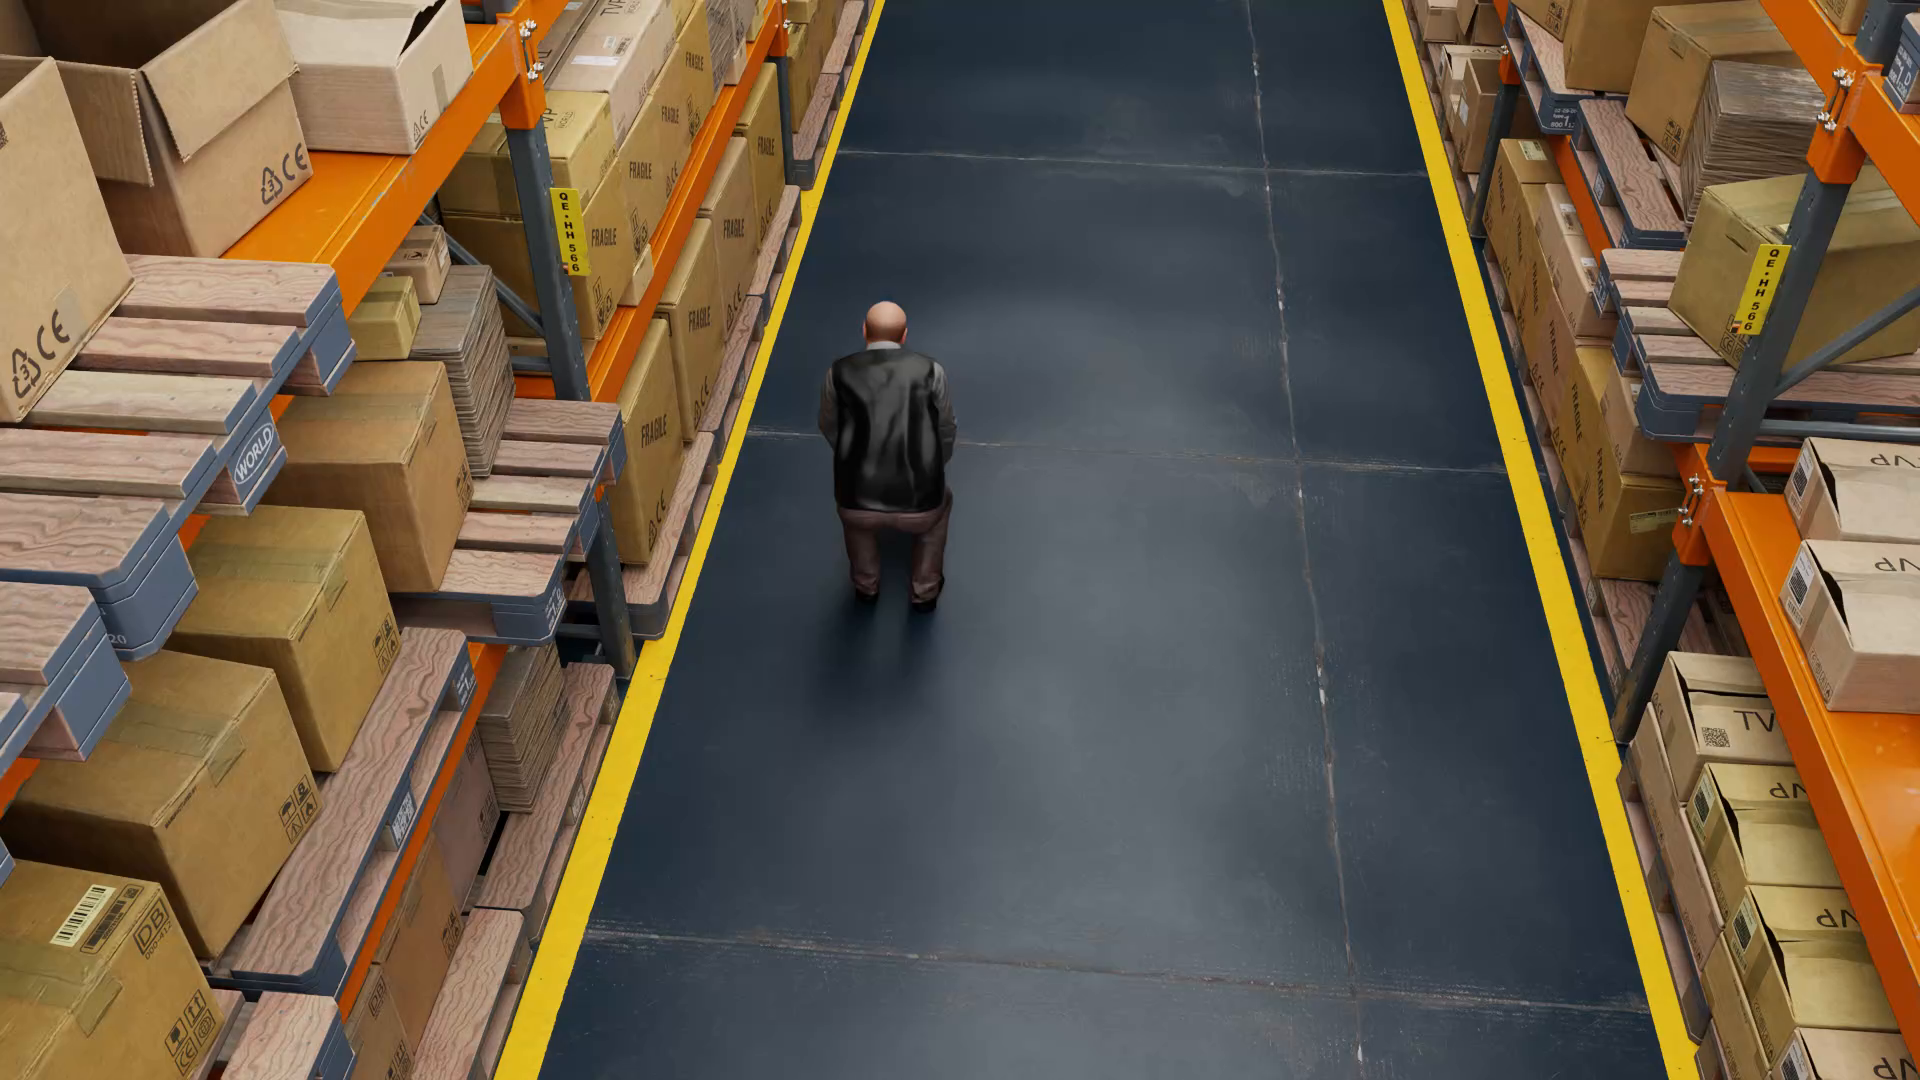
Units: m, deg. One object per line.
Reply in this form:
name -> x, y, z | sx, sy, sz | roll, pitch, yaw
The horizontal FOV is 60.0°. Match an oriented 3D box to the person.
person -> -0.318, -0.239, 6.881 | 0.583, 1.073, 0.664 | 3, 40, 3
